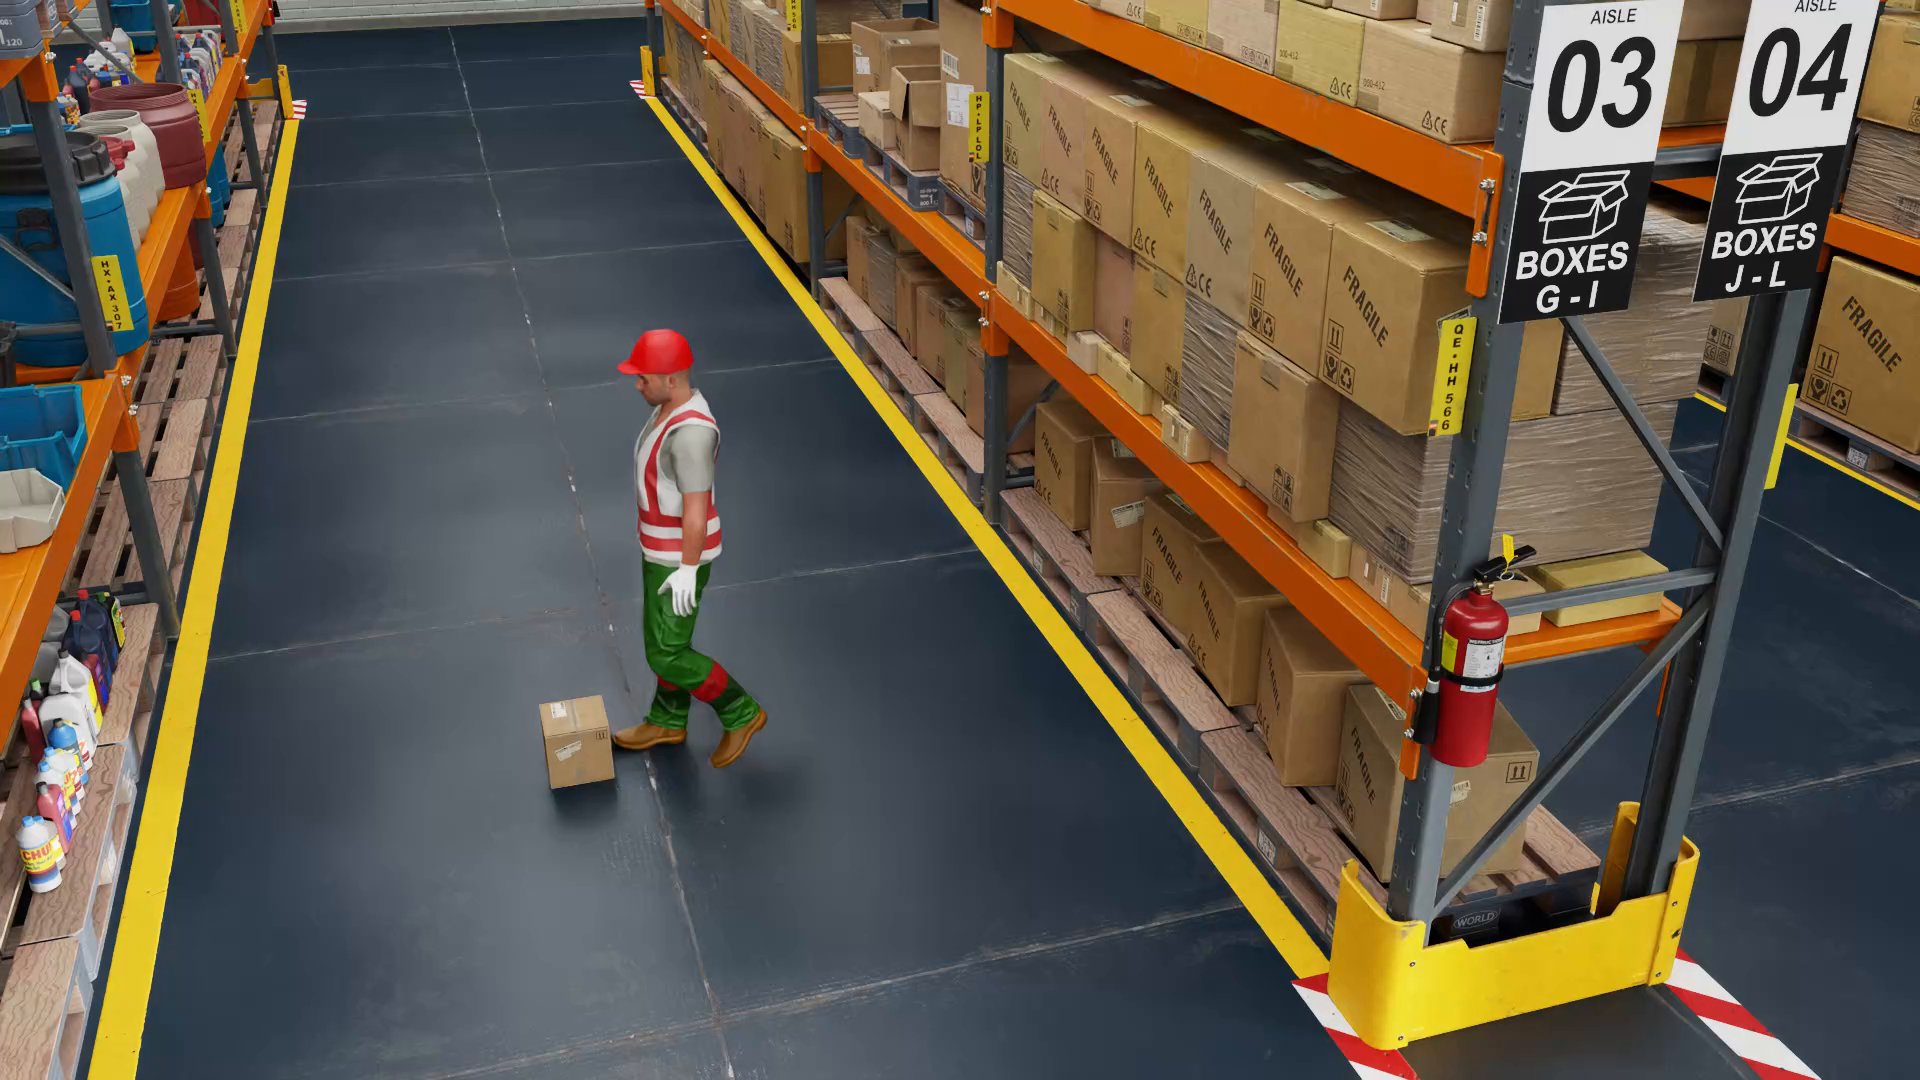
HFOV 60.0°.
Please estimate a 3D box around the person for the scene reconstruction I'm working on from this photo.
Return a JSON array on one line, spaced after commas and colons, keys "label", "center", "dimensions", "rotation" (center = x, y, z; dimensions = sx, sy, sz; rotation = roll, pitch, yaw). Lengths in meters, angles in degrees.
[{"label": "person", "center": [-1.108, 0.054, 6.457], "dimensions": [0.601, 1.791, 0.576], "rotation": [-8, 27, -16]}]
